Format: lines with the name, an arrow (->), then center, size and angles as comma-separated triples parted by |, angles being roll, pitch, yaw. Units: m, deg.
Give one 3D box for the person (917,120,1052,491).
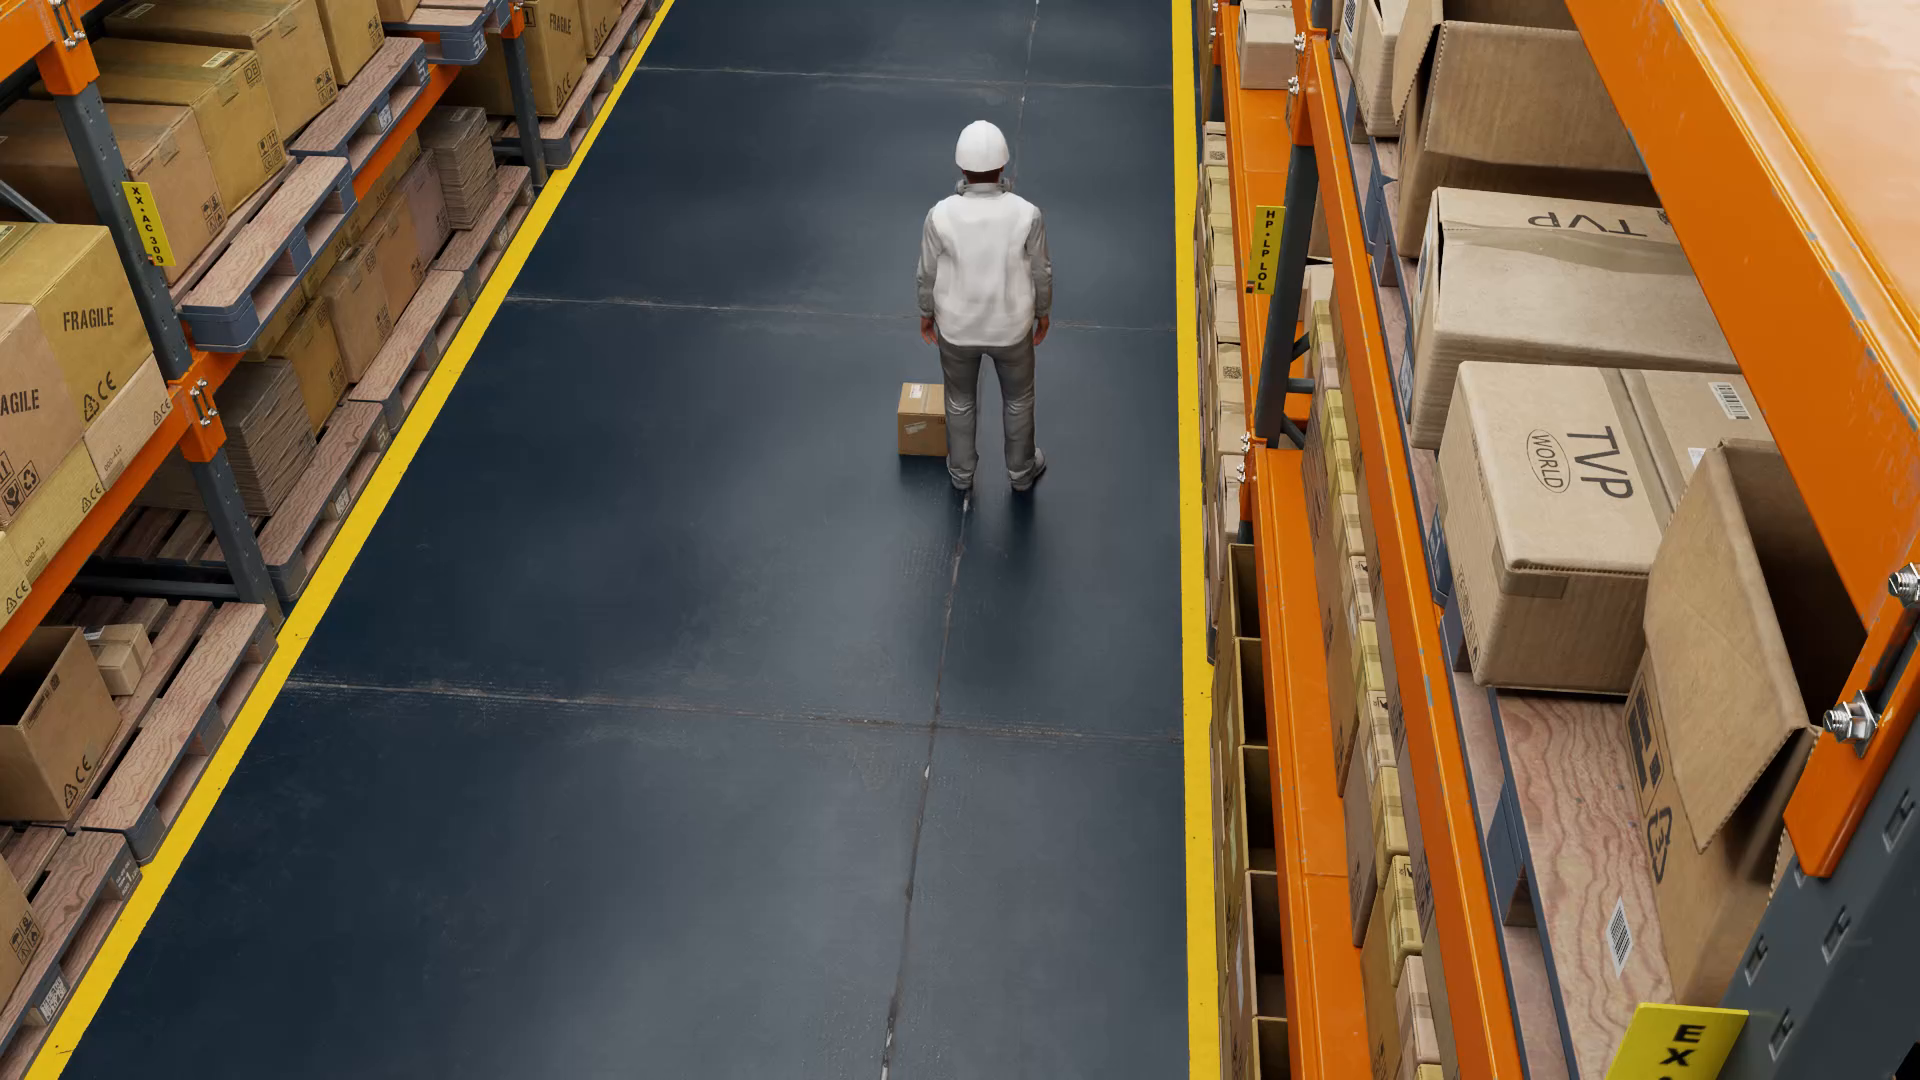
person -> 0.111, -0.981, 7.314 | 0.594, 1.770, 0.457 | 1, 40, 2
